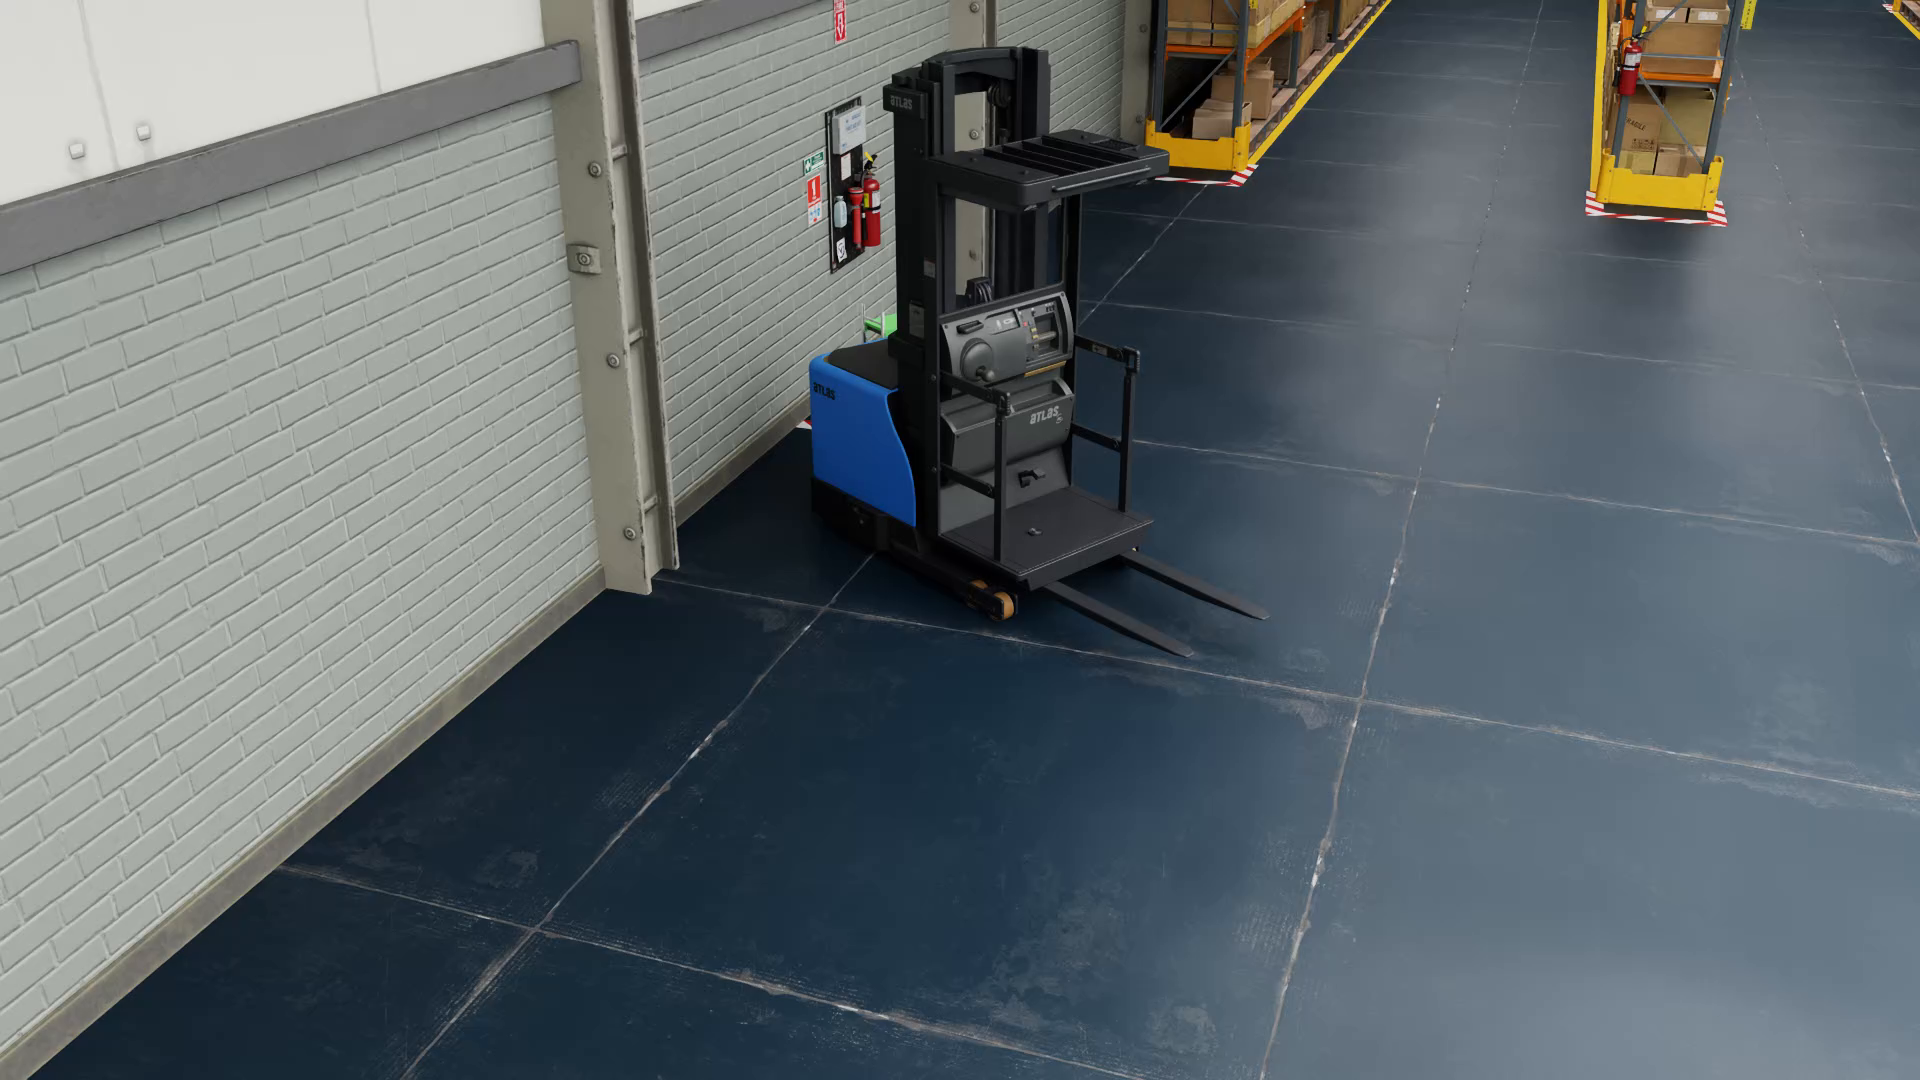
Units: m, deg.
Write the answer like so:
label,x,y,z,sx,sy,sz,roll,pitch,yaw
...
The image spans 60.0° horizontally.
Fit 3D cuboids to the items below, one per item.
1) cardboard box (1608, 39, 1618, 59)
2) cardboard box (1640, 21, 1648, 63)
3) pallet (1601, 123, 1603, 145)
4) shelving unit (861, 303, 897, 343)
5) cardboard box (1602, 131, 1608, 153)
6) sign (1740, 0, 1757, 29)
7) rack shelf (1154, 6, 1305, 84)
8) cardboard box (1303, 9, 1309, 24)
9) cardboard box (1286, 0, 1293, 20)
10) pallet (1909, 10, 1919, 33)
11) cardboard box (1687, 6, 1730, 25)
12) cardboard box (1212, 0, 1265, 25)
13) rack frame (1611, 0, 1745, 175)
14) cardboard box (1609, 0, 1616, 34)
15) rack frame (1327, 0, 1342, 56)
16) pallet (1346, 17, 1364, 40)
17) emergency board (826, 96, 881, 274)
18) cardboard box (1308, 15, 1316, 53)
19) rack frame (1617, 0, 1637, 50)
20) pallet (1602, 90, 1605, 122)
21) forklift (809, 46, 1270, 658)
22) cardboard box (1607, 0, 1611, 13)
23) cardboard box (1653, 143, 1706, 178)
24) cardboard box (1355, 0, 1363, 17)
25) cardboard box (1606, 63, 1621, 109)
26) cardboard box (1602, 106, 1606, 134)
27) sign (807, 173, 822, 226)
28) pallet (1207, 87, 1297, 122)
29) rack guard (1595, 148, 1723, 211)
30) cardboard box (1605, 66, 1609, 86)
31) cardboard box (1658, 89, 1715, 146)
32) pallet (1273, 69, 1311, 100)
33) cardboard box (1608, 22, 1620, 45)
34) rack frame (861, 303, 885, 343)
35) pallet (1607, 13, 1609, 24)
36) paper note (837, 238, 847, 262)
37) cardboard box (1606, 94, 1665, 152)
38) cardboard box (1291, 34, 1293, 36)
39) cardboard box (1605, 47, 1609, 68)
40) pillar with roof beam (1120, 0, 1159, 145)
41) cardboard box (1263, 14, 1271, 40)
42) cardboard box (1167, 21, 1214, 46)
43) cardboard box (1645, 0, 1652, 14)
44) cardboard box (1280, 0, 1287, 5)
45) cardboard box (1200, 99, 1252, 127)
label,x,y,z,sx,sy,sz,roll,pitch,yaw
cardboard box,9.068,-6.619,22.508,0.500,0.311,0.500,8,27,17
cardboard box,7.704,-5.389,17.824,0.700,0.500,0.500,9,27,19
pallet,8.393,-5.006,20.346,1.003,0.211,1.213,9,27,17
shelving unit,-0.362,-0.993,10.925,0.503,1.200,0.258,-19,32,-34
cardboard box,7.421,-4.360,18.485,0.500,0.250,0.500,9,27,17
sign,7.888,-5.280,16.629,0.100,0.325,0.005,9,27,17
rack shelf,3.359,-6.153,20.341,1.077,0.370,4.000,9,27,17
cardboard box,4.750,-7.612,24.032,0.500,0.250,0.500,9,27,17
cardboard box,3.826,-6.589,20.565,0.500,0.250,0.500,9,27,17
pallet,16.642,-8.705,27.987,1.003,0.211,1.213,9,27,17
cardboard box,7.700,-5.405,17.111,0.380,0.149,0.250,9,27,17
cardboard box,3.136,-6.086,18.667,0.500,0.500,0.500,9,27,18
rack frame,7.366,-4.938,17.006,1.000,3.000,0.127,9,27,17
cardboard box,10.460,-8.146,25.995,0.500,0.500,0.500,8,27,15
rack frame,5.356,-8.942,25.277,1.000,3.000,0.127,9,27,17
pallet,6.097,-8.500,27.563,1.003,0.211,1.213,9,27,17
emergency board,-0.744,-2.592,12.161,0.194,1.169,0.643,9,27,17
cardboard box,4.884,-7.517,24.696,0.700,0.500,0.500,9,27,17
rack frame,8.697,-6.581,20.401,1.000,3.000,0.127,9,27,17
pallet,8.906,-5.635,21.646,1.003,0.211,1.213,9,27,17
forklift,0.415,-1.112,9.184,1.130,2.935,3.031,-21,33,-36
cardboard box,11.282,-9.217,28.208,0.500,0.500,0.500,9,27,17
cardboard box,7.754,-4.077,17.902,0.500,0.250,0.500,9,27,17
cardboard box,6.300,-9.156,27.703,0.750,0.750,0.750,10,27,19
cardboard box,7.915,-5.314,19.597,0.500,0.500,0.500,9,27,17
cardboard box,7.915,-4.977,19.760,0.500,0.250,0.500,9,27,17
sign,-1.025,-2.396,11.715,0.001,0.329,0.234,9,27,17
pallet,3.835,-5.762,21.909,1.003,0.211,1.213,9,27,17
rack guard,7.358,-3.803,17.530,1.175,0.500,0.348,9,27,17
cardboard box,8.902,-6.163,22.211,0.500,0.250,0.500,9,27,19
cardboard box,7.919,-4.620,18.164,0.500,0.500,0.500,9,27,17
pallet,4.282,-6.363,23.150,1.003,0.211,1.213,9,27,17
cardboard box,9.577,-7.256,23.825,0.500,0.311,0.500,10,27,19
rack frame,-0.555,-0.928,10.790,0.015,1.200,0.240,-19,32,-34
pallet,11.589,-8.896,28.381,1.003,0.211,1.213,9,27,17
paper note,-0.868,-2.133,12.224,0.016,0.148,0.142,9,27,17
cardboard box,7.264,-4.490,17.895,0.500,0.500,0.500,9,27,17
cardboard box,4.379,-6.896,23.414,0.700,0.500,0.500,8,27,16
cardboard box,9.411,-6.797,23.520,0.500,0.250,0.500,8,27,16
pillar with roof beam,6.170,-8.143,16.743,9.100,9.000,0.400,9,27,17
cardboard box,3.315,-5.966,19.279,0.500,0.250,0.500,8,27,16
cardboard box,2.666,-5.816,18.970,0.500,0.250,0.500,9,27,18
cardboard box,7.399,-5.567,17.447,0.380,0.149,0.250,9,27,19
cardboard box,3.648,-6.713,19.961,0.500,0.500,0.500,10,27,19
cardboard box,3.198,-5.148,20.021,0.500,0.311,0.500,11,28,22
